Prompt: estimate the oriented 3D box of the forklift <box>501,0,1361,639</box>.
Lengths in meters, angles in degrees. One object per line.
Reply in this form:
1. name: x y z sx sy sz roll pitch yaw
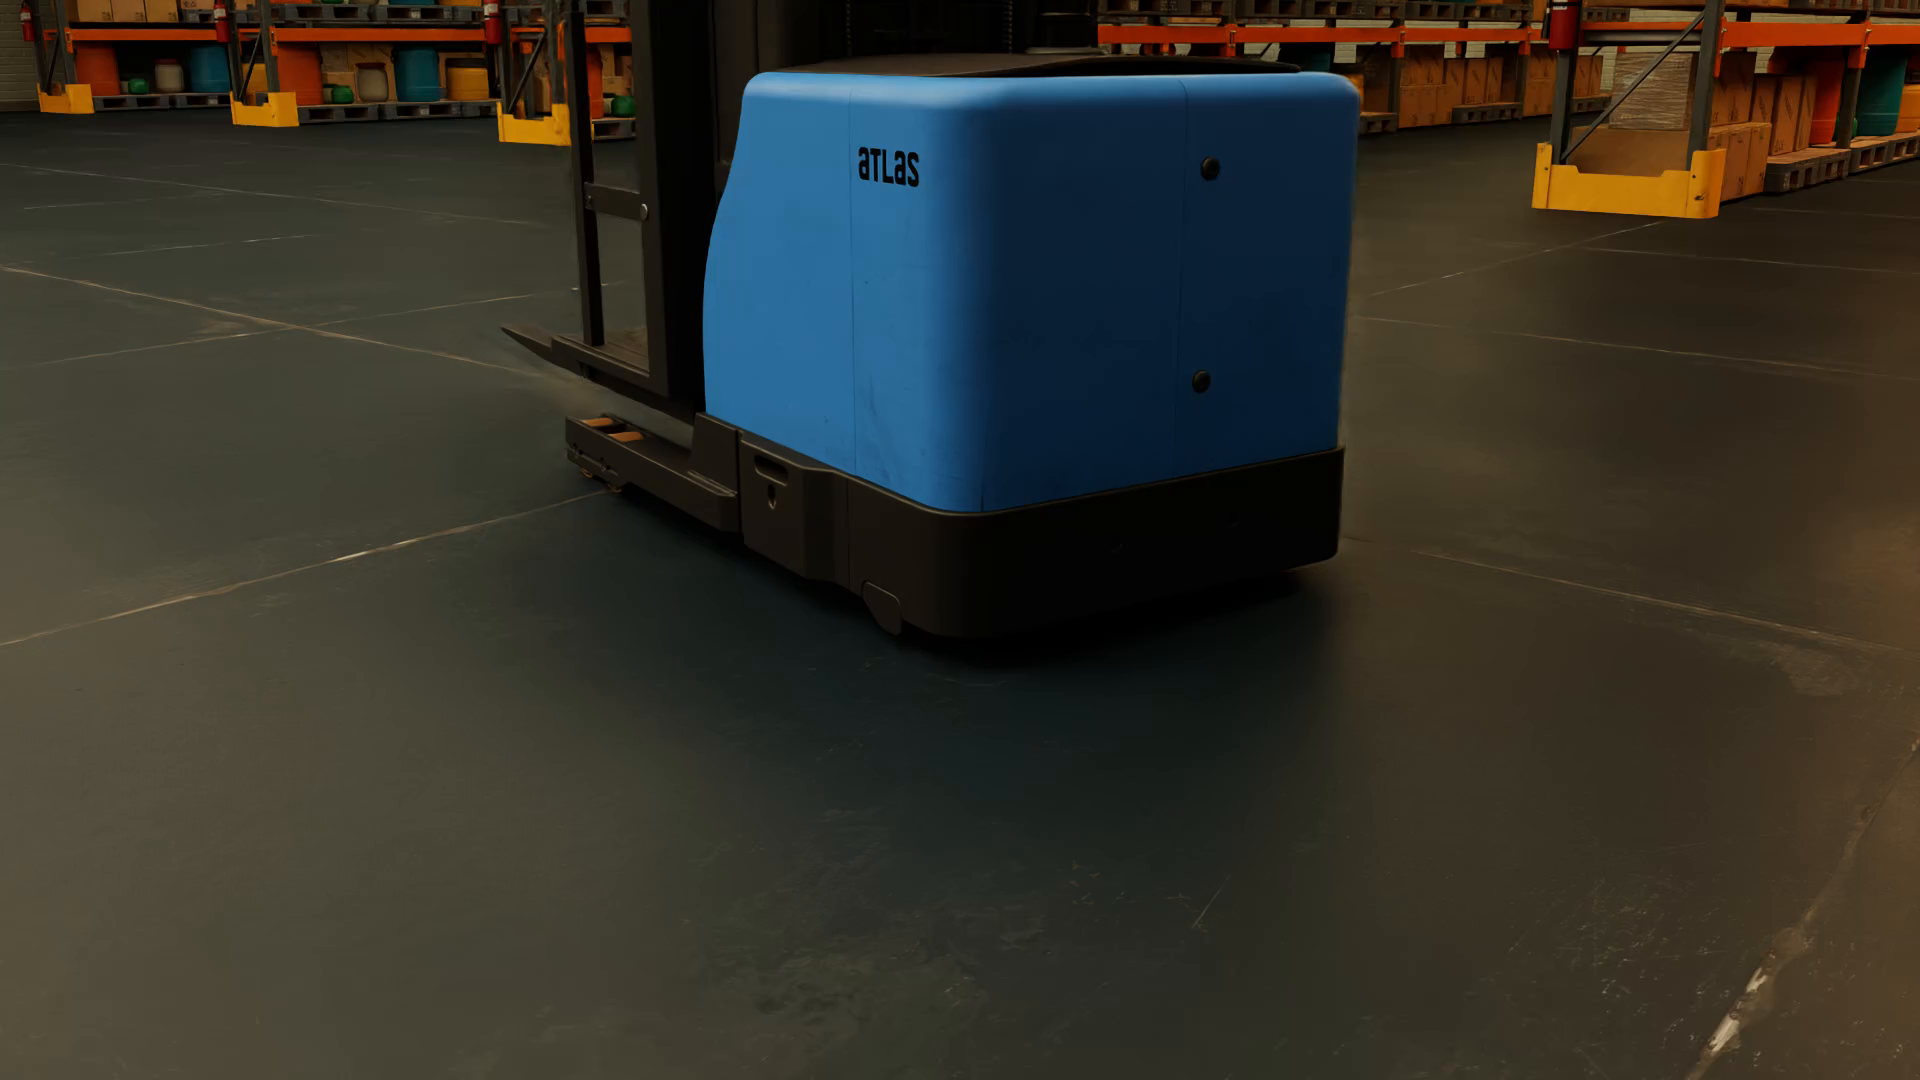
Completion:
1. forklift: -0.409 -1.589 4.129 1.130 2.935 3.031 -11 20 -32
